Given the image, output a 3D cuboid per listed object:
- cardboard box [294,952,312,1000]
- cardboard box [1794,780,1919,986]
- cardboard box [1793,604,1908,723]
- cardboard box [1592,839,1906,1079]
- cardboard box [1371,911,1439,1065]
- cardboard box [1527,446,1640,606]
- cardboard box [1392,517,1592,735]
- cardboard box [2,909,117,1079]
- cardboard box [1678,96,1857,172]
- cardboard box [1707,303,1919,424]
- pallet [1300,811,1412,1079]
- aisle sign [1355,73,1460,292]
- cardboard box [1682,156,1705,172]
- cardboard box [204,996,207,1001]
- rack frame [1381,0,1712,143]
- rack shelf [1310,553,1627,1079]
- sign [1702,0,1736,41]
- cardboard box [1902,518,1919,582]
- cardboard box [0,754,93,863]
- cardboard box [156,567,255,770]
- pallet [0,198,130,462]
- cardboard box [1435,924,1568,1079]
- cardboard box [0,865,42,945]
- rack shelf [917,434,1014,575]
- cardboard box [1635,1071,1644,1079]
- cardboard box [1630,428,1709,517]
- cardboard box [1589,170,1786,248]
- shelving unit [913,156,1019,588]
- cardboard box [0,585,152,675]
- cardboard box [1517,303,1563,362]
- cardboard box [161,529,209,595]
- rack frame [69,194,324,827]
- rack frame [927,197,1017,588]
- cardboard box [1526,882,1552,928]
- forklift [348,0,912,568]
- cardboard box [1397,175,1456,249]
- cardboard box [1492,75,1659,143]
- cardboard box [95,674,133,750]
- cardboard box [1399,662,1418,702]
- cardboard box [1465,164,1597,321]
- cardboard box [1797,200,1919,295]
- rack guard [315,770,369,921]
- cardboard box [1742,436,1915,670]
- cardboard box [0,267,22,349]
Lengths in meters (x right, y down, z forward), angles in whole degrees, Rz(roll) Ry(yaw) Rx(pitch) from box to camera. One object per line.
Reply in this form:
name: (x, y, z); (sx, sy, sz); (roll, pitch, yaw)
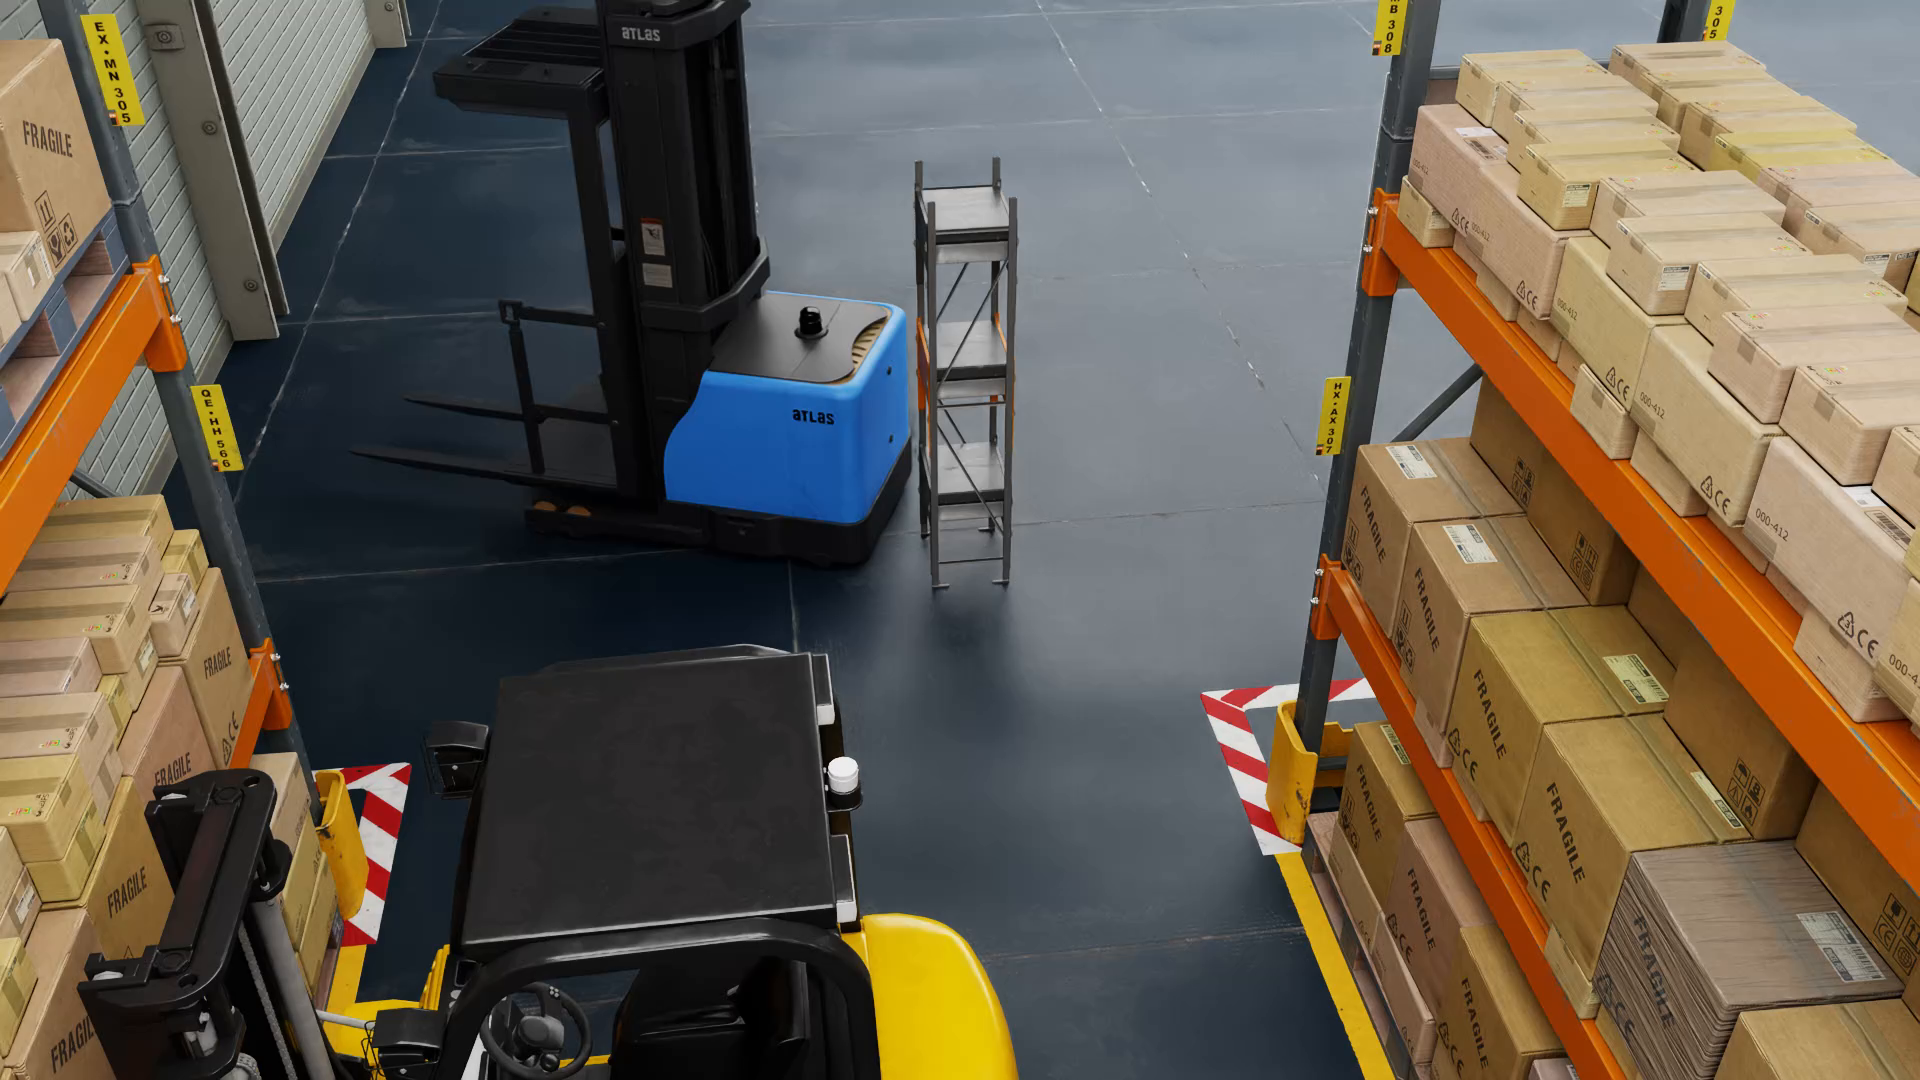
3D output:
cardboard box: (-2.572, 1.720, 5.760); (0.500, 0.250, 0.500); (-4, 35, -6)
cardboard box: (2.518, 0.687, 3.966); (0.700, 0.500, 0.500); (-5, 35, -7)
cardboard box: (1.981, 0.231, 3.435); (0.380, 0.149, 0.250); (-3, 34, -5)
cardboard box: (1.993, 1.126, 4.210); (0.500, 0.500, 0.500); (-3, 34, -5)
cardboard box: (1.807, 1.582, 5.962); (0.500, 0.250, 0.500); (-3, 34, -5)
cardboard box: (2.258, -0.163, 5.213); (0.700, 0.500, 0.500); (-4, 34, -6)
cardboard box: (1.774, 0.273, 5.462); (0.500, 0.500, 0.500); (-3, 34, -5)
cardboard box: (-2.472, 1.310, 4.204); (0.500, 0.500, 0.500); (-4, 34, -6)
cardboard box: (2.299, -1.148, 4.751); (0.380, 0.149, 0.250); (-5, 35, -7)
cardboard box: (1.888, -0.388, 3.636); (0.380, 0.149, 0.250); (-4, 34, -6)
pallet: (1.996, 1.514, 6.470); (1.003, 0.211, 1.213); (-4, 35, -6)
aisle sign: (1.596, -1.222, 5.700); (0.394, 0.787, 0.004); (-4, 35, -6)
cardboard box: (2.301, -0.890, 4.727); (0.500, 0.250, 0.500); (-5, 35, -7)
cardboard box: (-2.483, 1.589, 5.064); (0.500, 0.250, 0.500); (-4, 34, -6)
rack frame: (1.912, -2.616, 4.727); (1.000, 3.000, 0.127); (-4, 35, -6)
rack shelf: (2.181, 1.276, 4.981); (1.077, 0.370, 4.000); (-4, 35, -6)
sign: (2.465, -1.773, 5.367); (0.100, 0.325, 0.005); (-4, 35, -6)
cardboard box: (1.969, 0.043, 3.003); (0.380, 0.149, 0.250); (-3, 34, -5)
cardboard box: (-2.478, 0.697, 4.263); (0.380, 0.149, 0.250); (-4, 34, -5)
cardboard box: (-2.680, 0.454, 5.459); (0.500, 0.500, 0.500); (-5, 35, -7)
pallet: (-2.937, -0.565, 4.460); (1.003, 0.211, 1.213); (-4, 35, -6)
cardboard box: (1.884, 1.572, 5.311); (0.500, 0.500, 0.500); (-4, 34, -5)
cardboard box: (-2.541, 0.964, 4.136); (0.380, 0.149, 0.250); (-5, 35, -7)
rack shelf: (0.022, -0.186, 8.554); (0.431, 0.518, 0.480); (-4, 35, -6)
cardboard box: (1.965, 1.476, 4.272); (0.380, 0.149, 0.250); (-5, 35, -7)
cardboard box: (1.888, -0.198, 4.065); (0.380, 0.149, 0.250); (-5, 35, -8)
cardboard box: (1.868, -0.828, 4.282); (0.380, 0.149, 0.250); (-5, 35, -7)
shelving unit: (0.022, -0.775, 8.152); (0.431, 2.100, 0.503); (-4, 35, -6)
cardboard box: (-2.623, 0.272, 4.887); (0.380, 0.149, 0.250); (-4, 34, -5)
cardboard box: (1.818, -0.636, 4.709); (0.380, 0.149, 0.250); (-5, 35, -7)
cardboard box: (-2.682, 0.104, 5.398); (0.380, 0.149, 0.250); (-4, 34, -6)
rack frame: (-3.006, 0.241, 5.861); (1.000, 3.000, 0.127); (-4, 35, -6)
rack frame: (0.055, -0.639, 7.952); (0.400, 2.100, 0.015); (-4, 35, -6)
cardboard box: (1.914, 1.045, 4.904); (0.380, 0.149, 0.250); (-5, 35, -8)
forklift: (-1.843, -1.503, 8.482); (3.031, 2.935, 1.130); (8, 35, 11)
cardboard box: (1.635, -1.063, 5.334); (0.380, 0.149, 0.250); (-4, 35, -6)
cardboard box: (1.807, -1.249, 4.899); (0.380, 0.149, 0.250); (-5, 35, -7)
cardboard box: (-2.622, 0.533, 4.768); (0.380, 0.149, 0.250); (-5, 35, -7)
cardboard box: (1.756, 0.466, 5.754); (0.380, 0.149, 0.250); (-5, 35, -8)
cardboard box: (1.774, -0.855, 4.675); (0.500, 0.250, 0.500); (-5, 35, -7)
cardboard box: (2.317, -0.717, 4.119); (0.380, 0.149, 0.250); (-5, 35, -8)
rack guard: (-3.009, 1.261, 6.585); (1.175, 0.500, 0.348); (-4, 35, -6)
cardboard box: (2.000, 0.001, 3.419); (0.500, 0.250, 0.500); (-5, 35, -7)
cardboard box: (-2.560, -0.577, 4.056); (0.396, 0.266, 0.258); (-4, 35, -6)
